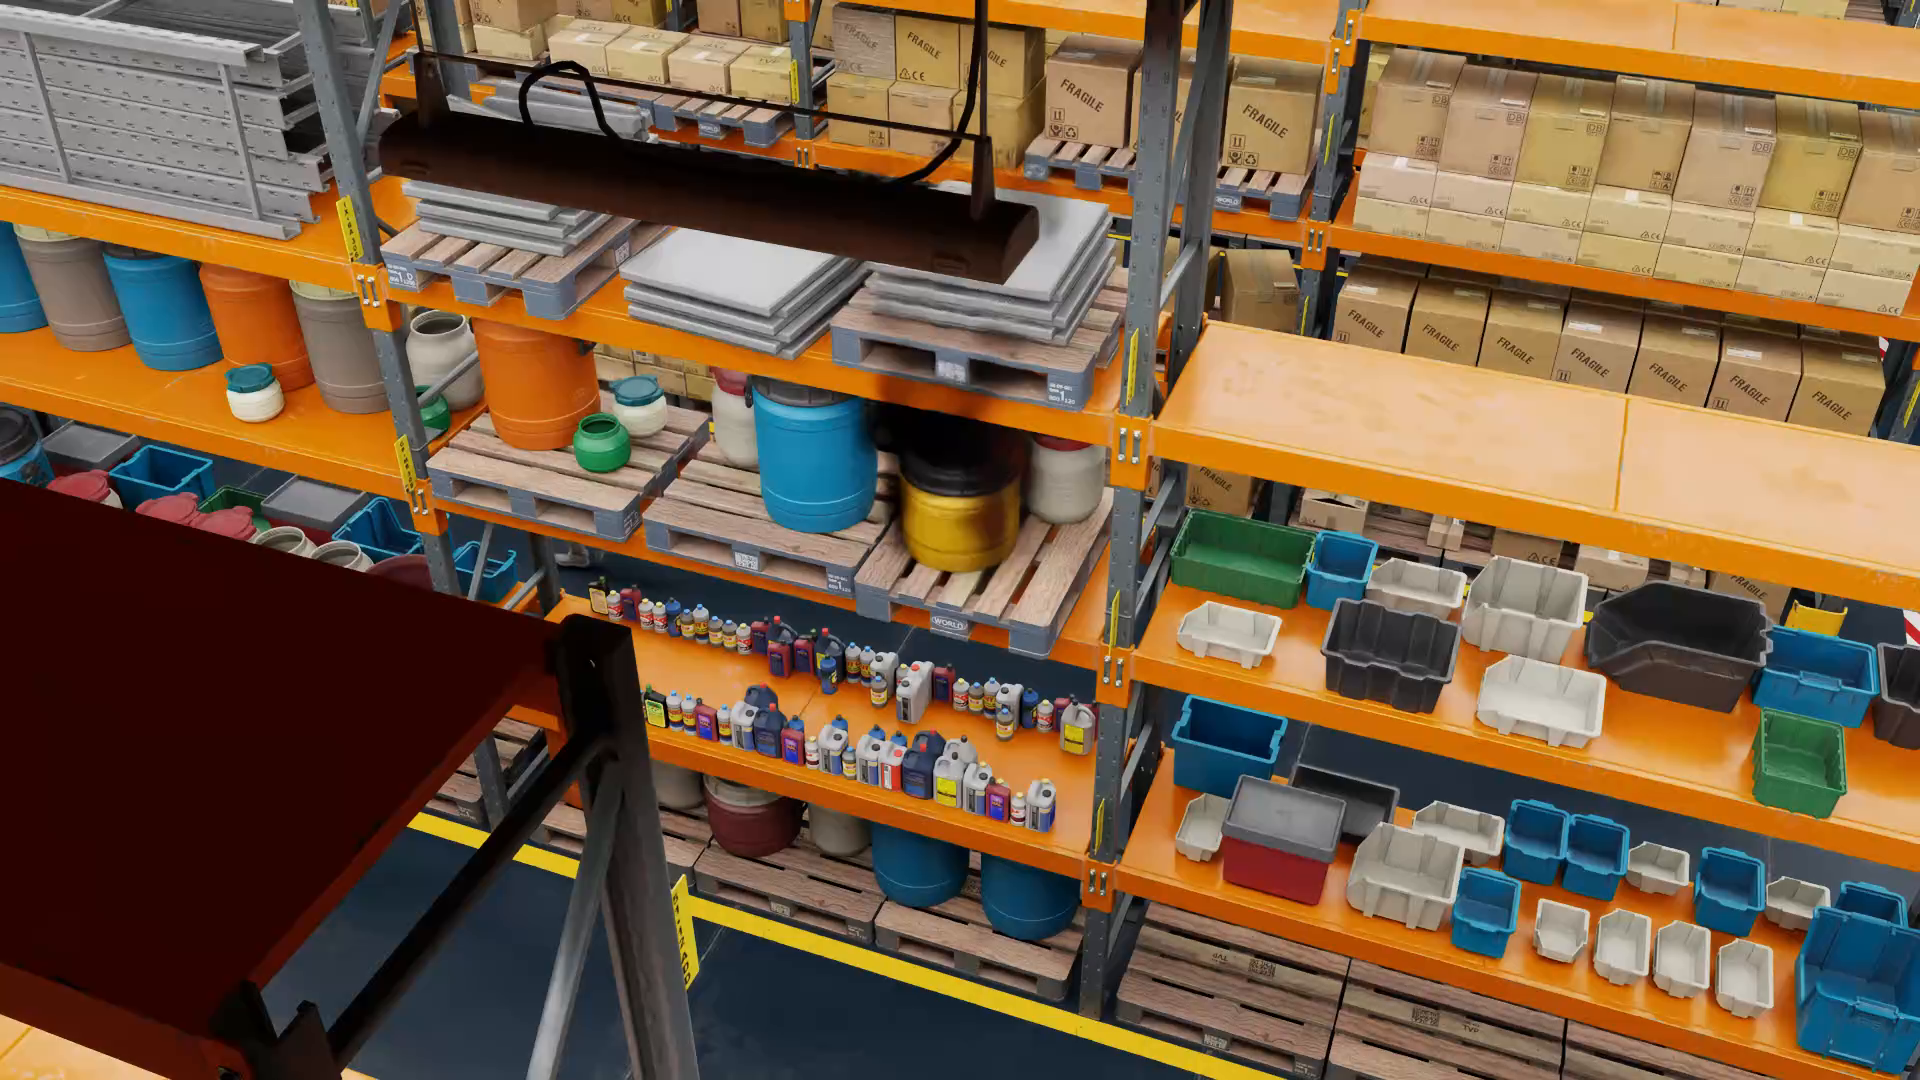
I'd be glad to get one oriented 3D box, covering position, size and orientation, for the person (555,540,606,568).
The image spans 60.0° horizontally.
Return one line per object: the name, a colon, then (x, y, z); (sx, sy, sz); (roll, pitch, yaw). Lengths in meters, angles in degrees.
person: (-2.952, -0.486, 12.605); (0.625, 1.712, 0.682); (8, 37, 10)
